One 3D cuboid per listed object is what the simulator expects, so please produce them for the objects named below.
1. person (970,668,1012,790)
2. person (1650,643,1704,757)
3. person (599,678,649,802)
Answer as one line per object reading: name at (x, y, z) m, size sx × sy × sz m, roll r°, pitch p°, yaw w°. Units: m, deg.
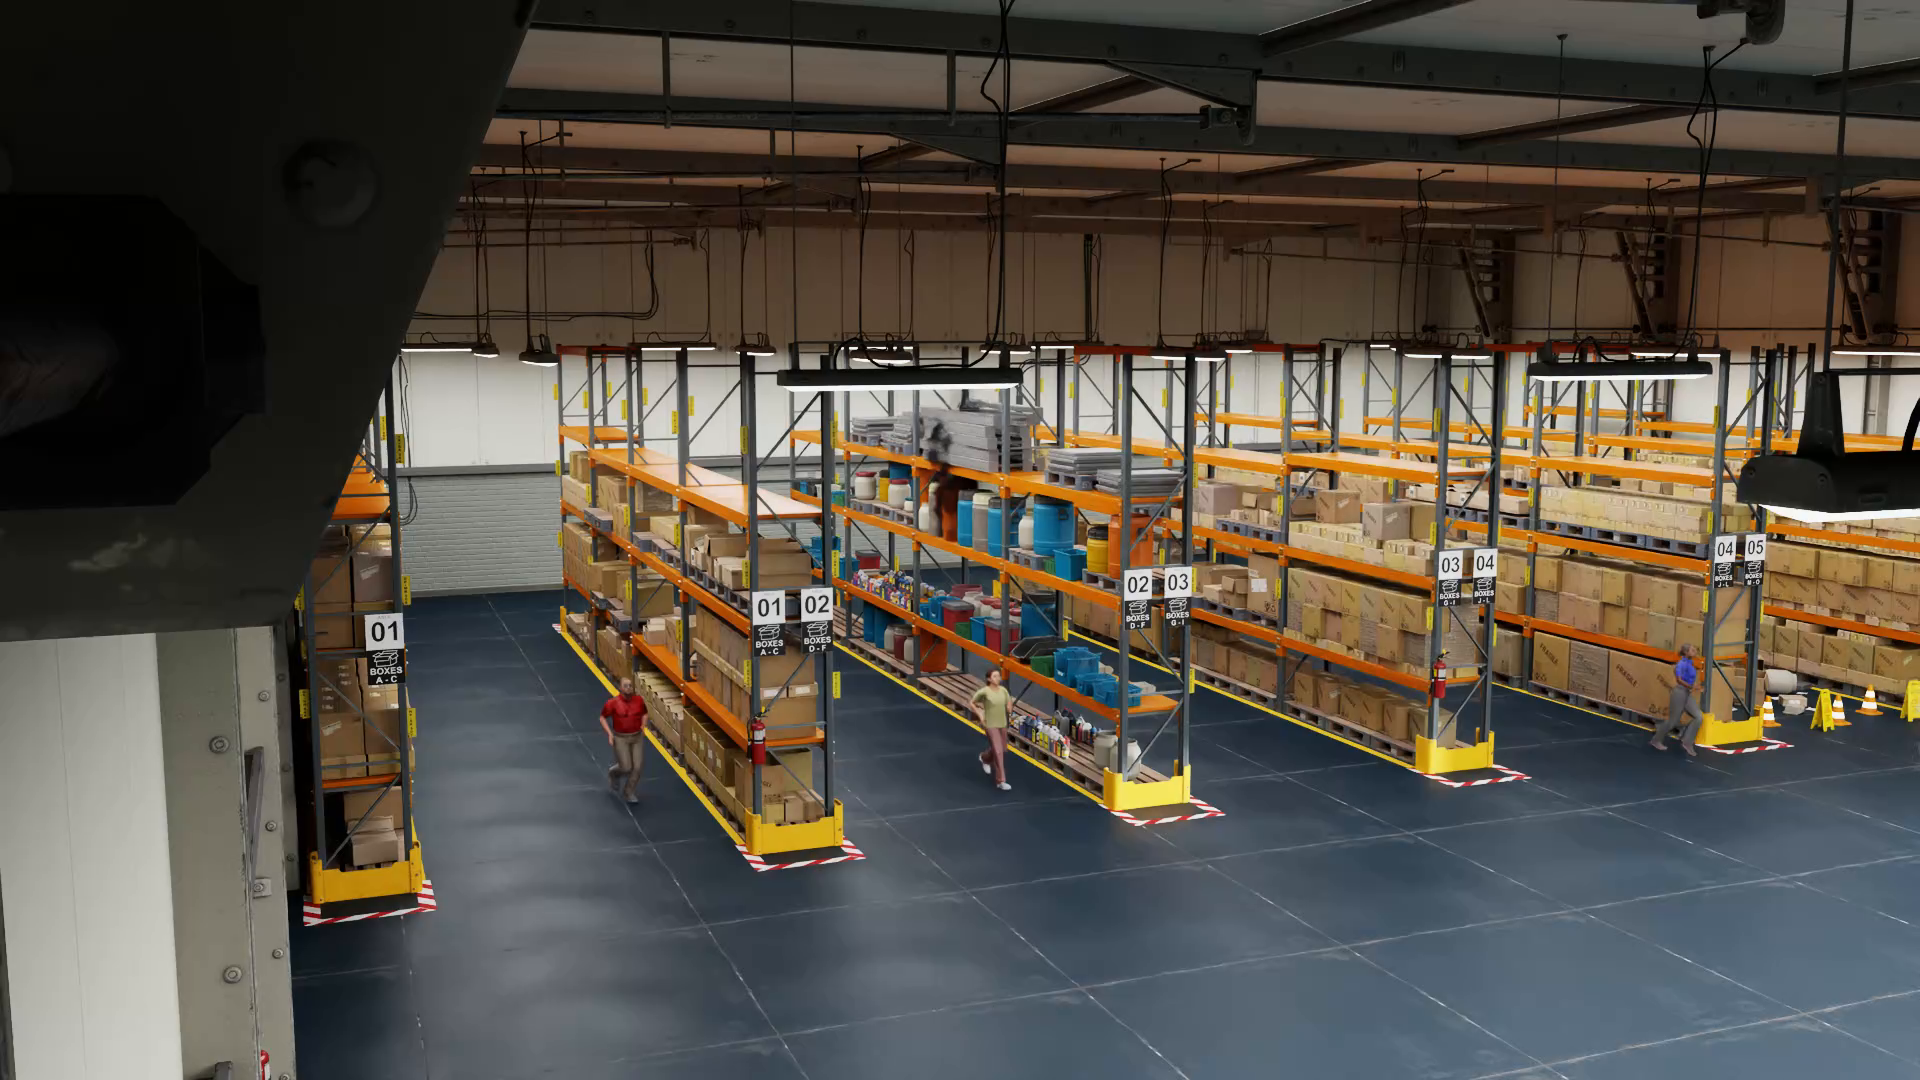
person at (0.481, 2.586, 23.059) m, size 0.589 × 1.643 × 0.845 m, roll -4°, pitch 8°, yaw -31°
person at (10.787, 2.373, 24.885) m, size 0.685 × 1.678 × 0.612 m, roll 6°, pitch 9°, yaw 39°
person at (-4.463, 2.679, 22.314) m, size 0.663 × 1.669 × 0.600 m, roll -5°, pitch 9°, yaw -33°
